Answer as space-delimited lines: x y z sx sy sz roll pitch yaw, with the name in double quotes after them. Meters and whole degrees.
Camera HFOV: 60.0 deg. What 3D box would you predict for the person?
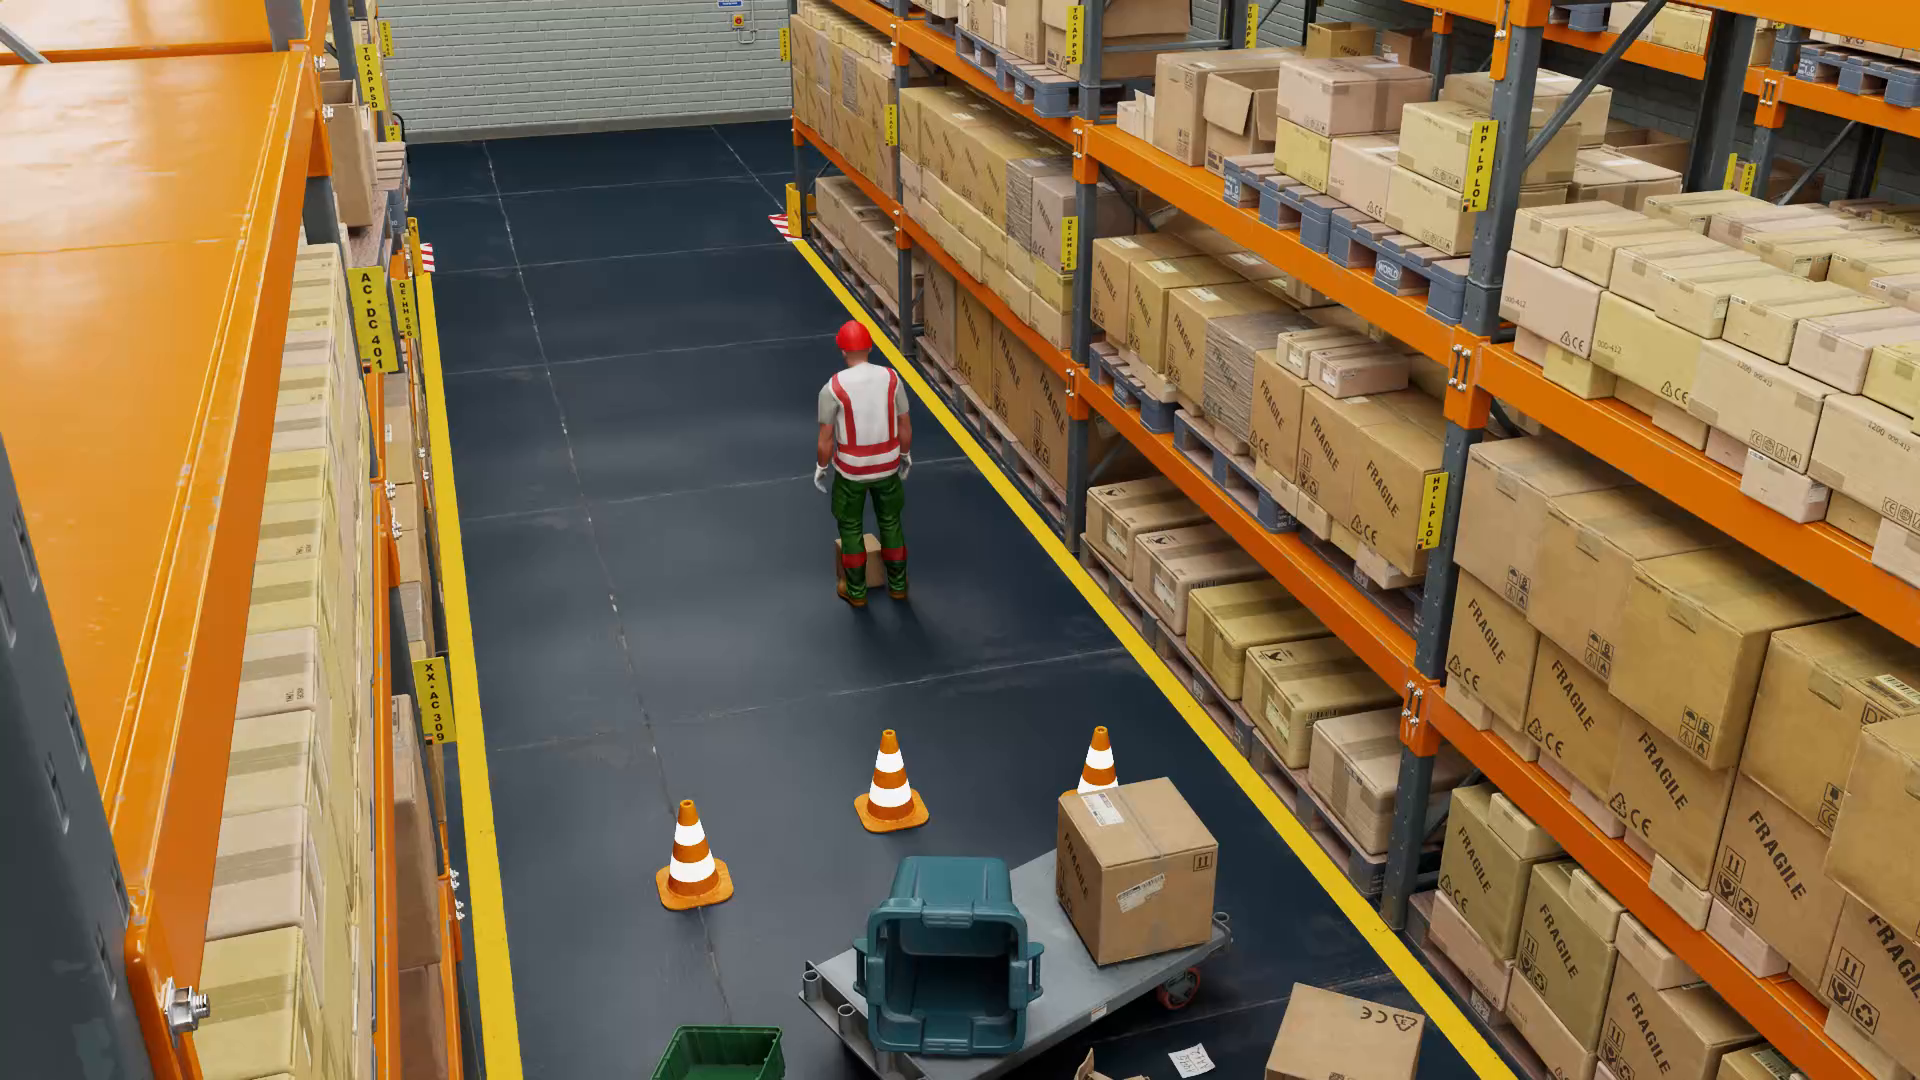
-0.576 -0.449 10.014 0.623 1.778 0.447 -9 28 -18 "person"
